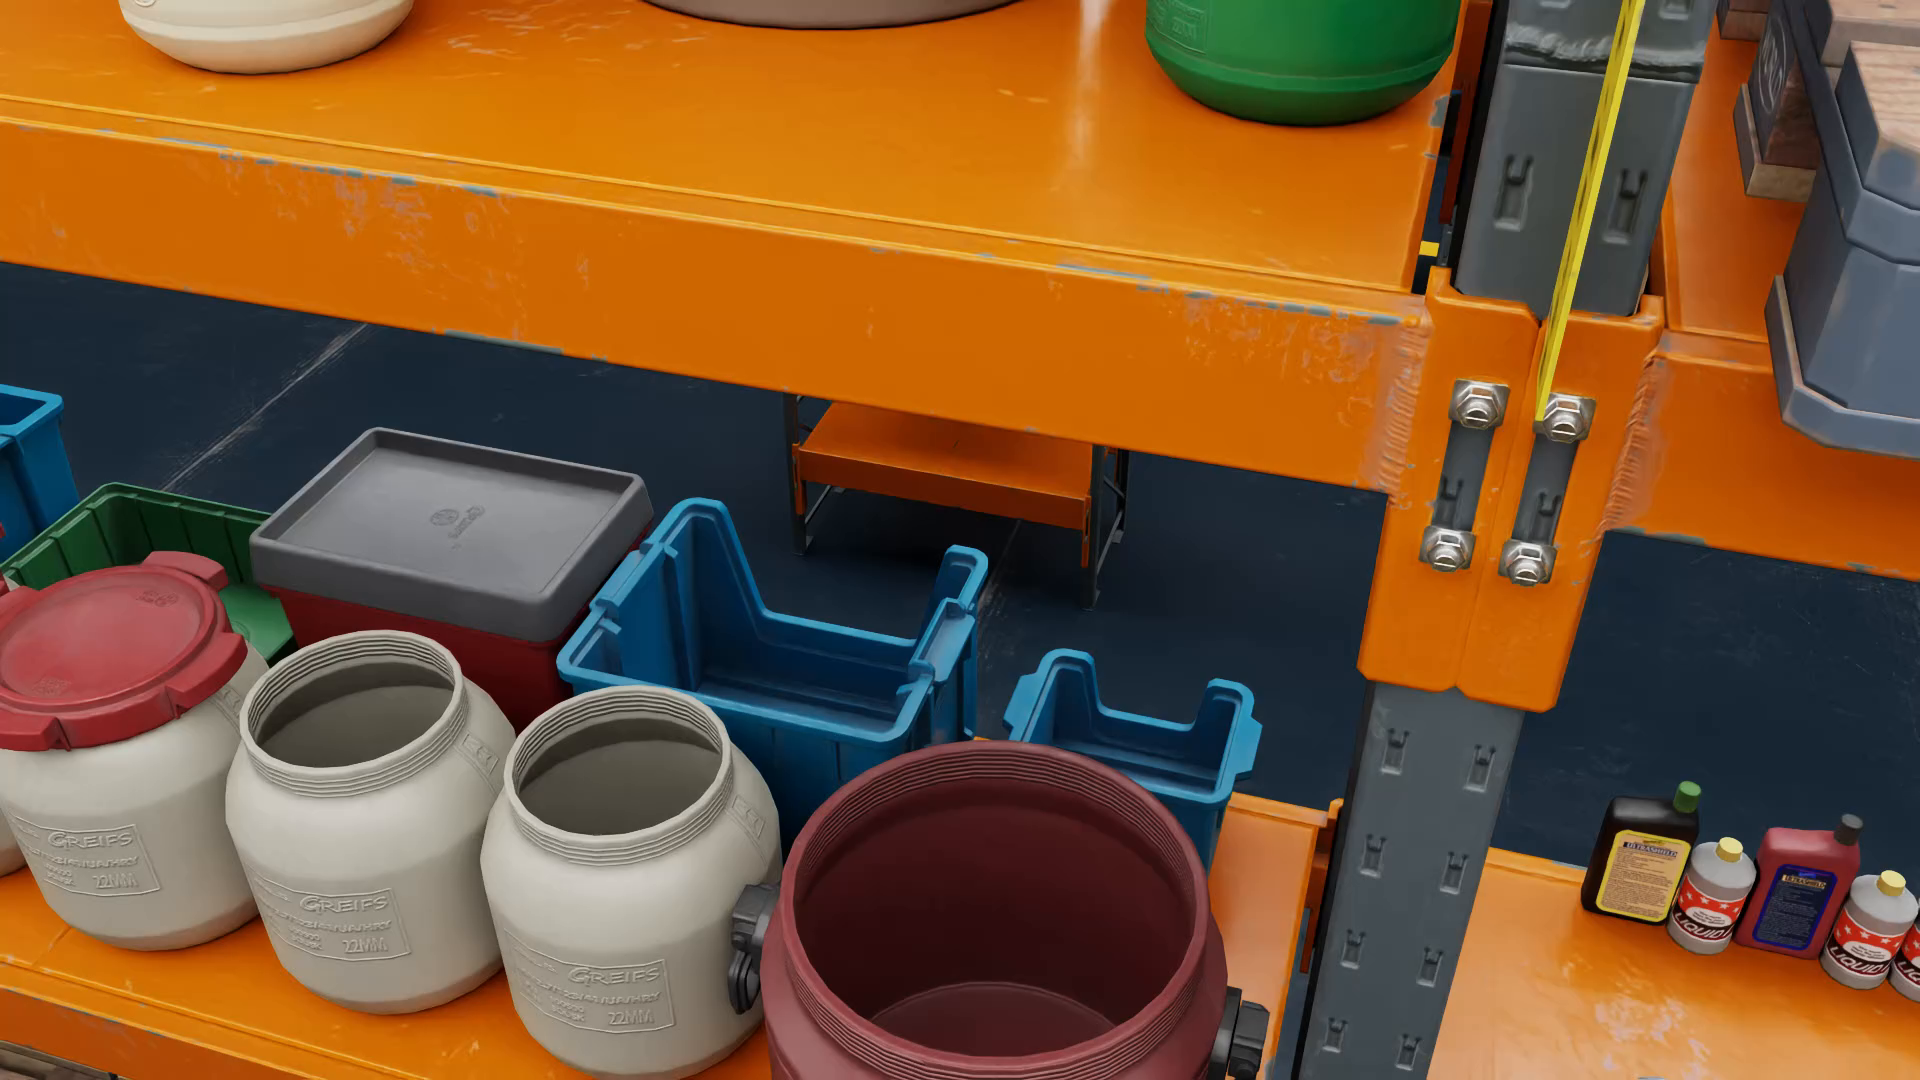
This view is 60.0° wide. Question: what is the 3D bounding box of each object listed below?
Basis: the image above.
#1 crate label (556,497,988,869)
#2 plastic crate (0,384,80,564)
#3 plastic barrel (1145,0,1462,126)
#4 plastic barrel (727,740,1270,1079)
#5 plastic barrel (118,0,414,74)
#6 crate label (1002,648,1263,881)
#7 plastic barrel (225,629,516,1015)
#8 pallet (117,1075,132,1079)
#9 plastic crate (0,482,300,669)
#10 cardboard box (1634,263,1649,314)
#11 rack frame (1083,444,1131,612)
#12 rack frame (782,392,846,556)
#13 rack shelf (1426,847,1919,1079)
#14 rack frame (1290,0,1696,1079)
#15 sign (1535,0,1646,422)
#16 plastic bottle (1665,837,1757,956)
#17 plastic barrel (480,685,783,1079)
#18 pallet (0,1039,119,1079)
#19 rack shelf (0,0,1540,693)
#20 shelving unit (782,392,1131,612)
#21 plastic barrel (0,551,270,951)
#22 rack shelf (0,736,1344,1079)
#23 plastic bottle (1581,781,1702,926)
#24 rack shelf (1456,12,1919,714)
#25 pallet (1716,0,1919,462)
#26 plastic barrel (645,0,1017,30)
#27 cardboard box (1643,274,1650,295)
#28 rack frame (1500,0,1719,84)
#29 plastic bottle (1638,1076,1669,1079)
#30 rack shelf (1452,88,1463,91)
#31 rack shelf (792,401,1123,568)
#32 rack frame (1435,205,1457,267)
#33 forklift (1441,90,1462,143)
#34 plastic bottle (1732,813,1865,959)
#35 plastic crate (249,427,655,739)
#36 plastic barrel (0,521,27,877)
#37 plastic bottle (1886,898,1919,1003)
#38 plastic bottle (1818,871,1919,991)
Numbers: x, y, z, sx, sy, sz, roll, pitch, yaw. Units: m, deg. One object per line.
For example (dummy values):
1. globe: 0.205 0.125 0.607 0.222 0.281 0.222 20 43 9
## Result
1. crate label: -0.291 0.270 2.823 0.616 0.435 0.502 10 38 14
2. plastic crate: -2.096 -0.069 3.326 0.575 0.384 0.392 10 38 14
3. plastic barrel: 0.325 -0.547 1.564 0.294 0.245 0.294 0 36 0
4. plastic barrel: 0.043 0.648 2.225 0.708 0.536 0.600 10 38 14
5. plastic barrel: -0.707 -0.632 1.664 0.301 0.262 0.301 0 36 0
6. crate label: 0.286 0.394 2.826 0.416 0.233 0.303 10 38 14
7. plastic barrel: -0.871 0.433 2.538 0.421 0.512 0.421 0 36 0
8. pallet: -1.312 1.360 3.724 1.213 0.211 1.003 10 38 14
9. plastic crate: -1.495 0.139 3.209 0.662 0.188 0.450 10 38 14
10. cardboard box: 2.406 -1.117 6.475 0.500 0.500 0.500 12 38 16
11. rack frame: 0.492 -0.362 5.293 0.032 1.125 0.500 10 38 14
12. rack frame: -0.479 -0.542 5.537 0.032 1.125 0.500 10 38 14
13. rack shelf: 2.485 1.256 2.120 4.000 0.370 1.077 10 38 14
14. rack frame: 0.576 0.613 2.387 0.127 3.000 1.000 10 38 14
15. sign: 0.419 -0.240 1.104 0.005 0.325 0.100 10 38 14
16. plastic bottle: 1.194 0.554 2.635 0.097 0.201 0.097 0 36 0
17. plastic barrel: -0.469 0.507 2.436 0.421 0.512 0.421 0 36 0
18. pallet: -2.481 1.146 4.015 1.213 0.211 1.003 10 38 14
19. rack shelf: -1.333 -0.659 2.191 4.000 0.370 1.077 10 38 14
20. shelving unit: 0.006 -0.452 5.415 1.048 1.125 0.538 10 38 14
21. plastic barrel: -1.281 0.351 2.629 0.433 0.535 0.433 0 36 0
22. rack shelf: -1.333 0.549 3.080 4.000 0.370 1.077 10 38 14
23. plastic bottle: 1.090 0.490 2.652 0.133 0.283 0.061 10 38 14
24. rack shelf: 2.485 0.048 1.230 4.000 0.370 1.077 10 38 14
25. pallet: 1.277 -0.328 1.295 1.213 0.211 1.003 10 38 14
26. plastic barrel: -0.143 -1.065 1.713 0.600 0.901 0.600 0 36 0
27. cardboard box: 2.907 -1.028 6.354 0.500 0.500 0.500 9 37 12
28. rack frame: 0.576 -1.803 0.608 0.127 3.000 1.000 10 38 14
29. plastic bottle: 0.938 0.836 2.188 0.135 0.276 0.152 10 38 14
30. rack shelf: 0.148 -2.253 6.887 4.000 0.370 1.077 10 38 14
31. rack shelf: 0.006 -0.255 5.560 1.000 0.278 0.538 10 38 14
32. rack frame: 2.057 -2.189 6.194 0.127 3.000 1.000 10 38 14
33. forklift: 3.103 -3.927 8.614 3.031 2.935 1.130 -29 45 -34
34. plastic bottle: 1.310 0.531 2.597 0.133 0.283 0.061 10 38 14
35. plastic crate: -0.875 0.128 2.991 0.583 0.464 0.402 10 38 14
36. plastic barrel: -1.694 0.274 2.732 0.433 0.535 0.433 0 36 0
37. plastic bottle: 1.507 0.612 2.556 0.097 0.201 0.097 0 36 0
38. plastic bottle: 1.415 0.595 2.579 0.097 0.201 0.097 0 36 0
